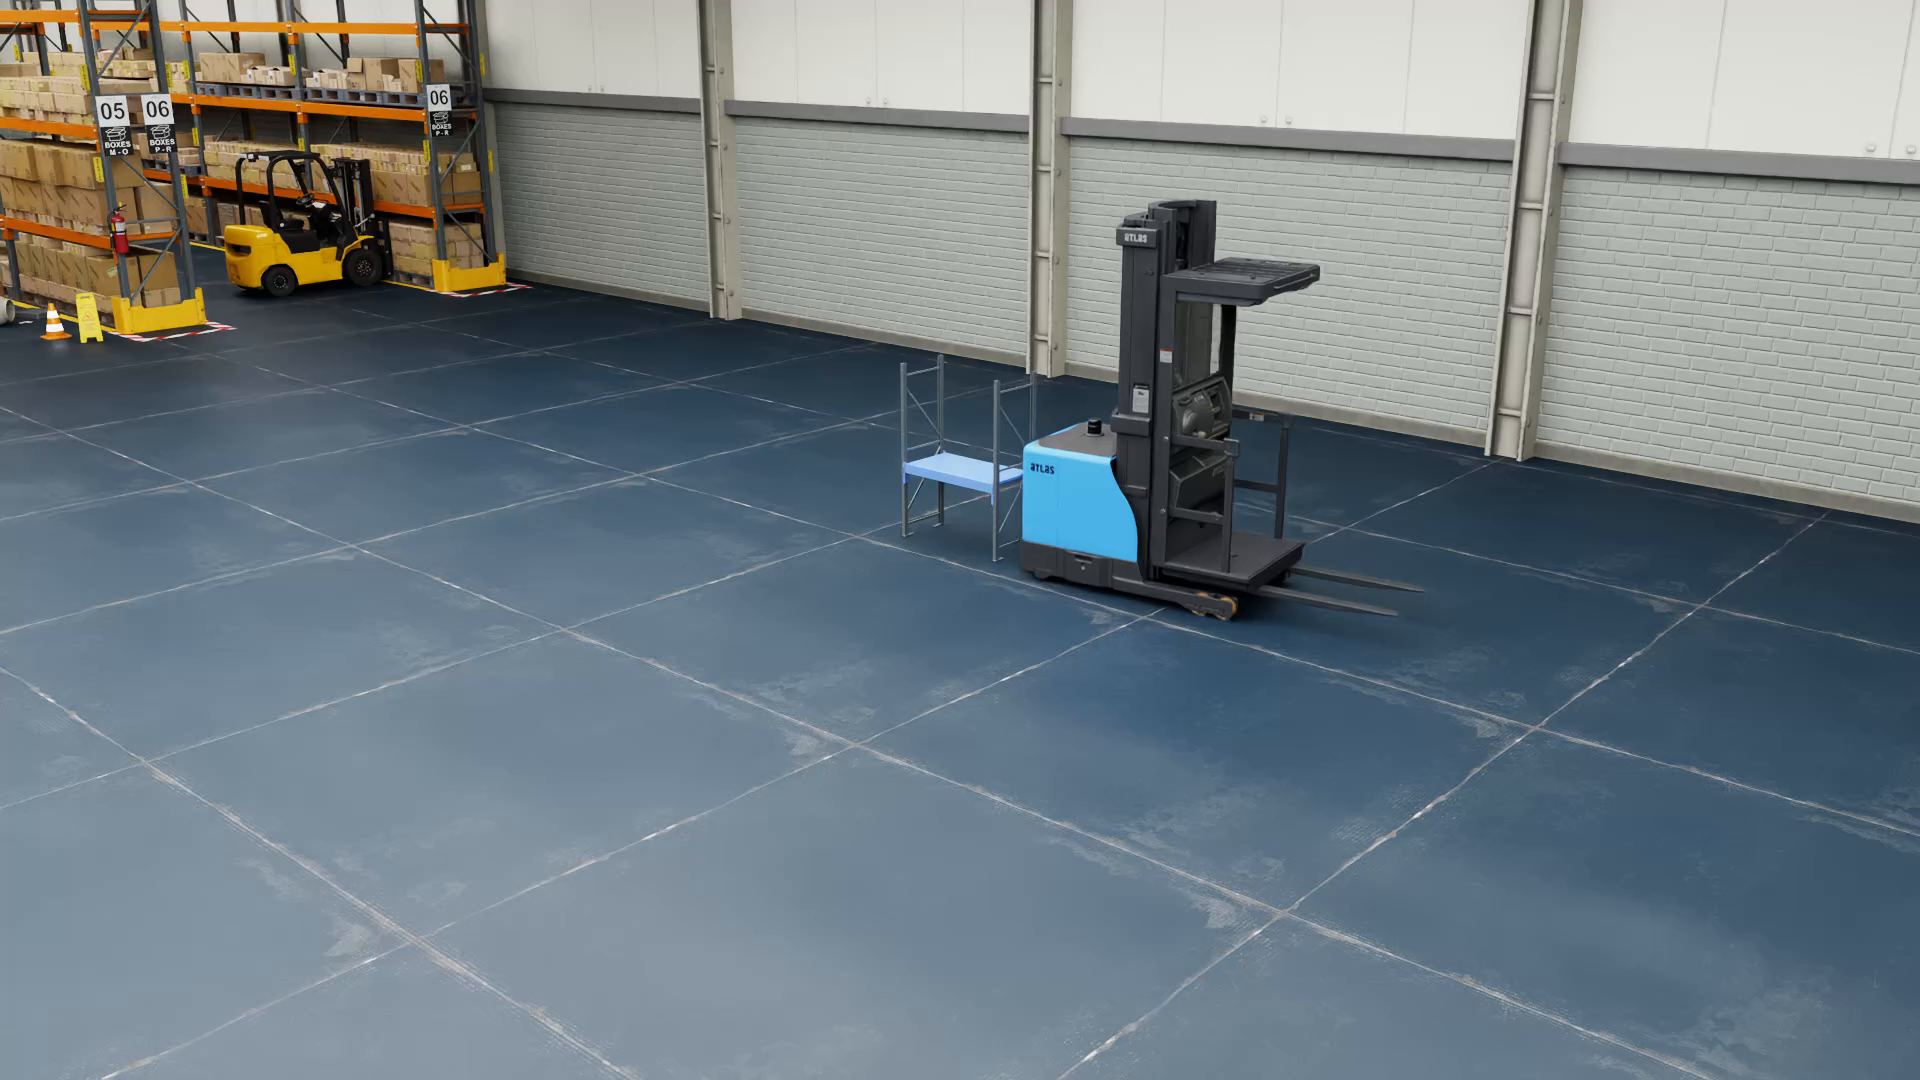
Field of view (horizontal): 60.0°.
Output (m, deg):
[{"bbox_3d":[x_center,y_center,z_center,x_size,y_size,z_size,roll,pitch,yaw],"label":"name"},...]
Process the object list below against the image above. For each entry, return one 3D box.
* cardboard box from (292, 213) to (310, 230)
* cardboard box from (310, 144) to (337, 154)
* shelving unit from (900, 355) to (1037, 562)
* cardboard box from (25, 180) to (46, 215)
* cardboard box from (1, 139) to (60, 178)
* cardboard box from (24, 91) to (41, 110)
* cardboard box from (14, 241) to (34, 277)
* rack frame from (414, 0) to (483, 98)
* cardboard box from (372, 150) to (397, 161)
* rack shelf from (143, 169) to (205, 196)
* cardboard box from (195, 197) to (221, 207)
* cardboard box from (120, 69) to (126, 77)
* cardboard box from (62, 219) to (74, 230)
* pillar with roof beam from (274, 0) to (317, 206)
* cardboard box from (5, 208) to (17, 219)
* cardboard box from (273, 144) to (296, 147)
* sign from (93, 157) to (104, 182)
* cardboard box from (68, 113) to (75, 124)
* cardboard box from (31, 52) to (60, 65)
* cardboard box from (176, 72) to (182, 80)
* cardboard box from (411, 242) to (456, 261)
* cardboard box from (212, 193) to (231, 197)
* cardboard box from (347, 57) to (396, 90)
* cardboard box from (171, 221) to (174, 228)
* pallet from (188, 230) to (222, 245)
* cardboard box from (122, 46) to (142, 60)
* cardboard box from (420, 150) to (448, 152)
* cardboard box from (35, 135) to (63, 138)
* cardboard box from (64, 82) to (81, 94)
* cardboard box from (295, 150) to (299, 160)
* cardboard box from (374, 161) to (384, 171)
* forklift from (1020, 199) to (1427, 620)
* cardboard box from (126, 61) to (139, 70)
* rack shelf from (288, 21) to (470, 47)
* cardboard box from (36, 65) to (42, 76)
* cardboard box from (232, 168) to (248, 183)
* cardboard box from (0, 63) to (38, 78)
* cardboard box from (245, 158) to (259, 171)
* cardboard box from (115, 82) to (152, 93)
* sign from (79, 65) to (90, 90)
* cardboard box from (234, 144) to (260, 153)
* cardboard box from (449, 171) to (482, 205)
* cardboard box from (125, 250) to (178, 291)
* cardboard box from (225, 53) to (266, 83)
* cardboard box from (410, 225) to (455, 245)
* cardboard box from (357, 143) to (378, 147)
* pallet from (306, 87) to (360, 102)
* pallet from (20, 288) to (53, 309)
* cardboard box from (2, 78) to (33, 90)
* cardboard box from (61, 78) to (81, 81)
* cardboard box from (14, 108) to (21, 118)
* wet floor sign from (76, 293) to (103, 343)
[{"bbox_3d":[-11.377,-5.531,29.811,0.625,0.625,0.875,16,24,42],"label":"cardboard box"},{"bbox_3d":[-10.938,-6.728,28.622,0.250,0.149,0.380,16,23,40],"label":"cardboard box"},{"bbox_3d":[0.064,-0.698,13.831,1.048,1.500,0.538,15,23,39],"label":"shelving unit"},{"bbox_3d":[-13.369,-5.075,24.487,0.500,0.500,0.500,15,23,39],"label":"cardboard box"},{"bbox_3d":[-13.719,-5.657,24.669,0.500,0.500,0.700,15,23,40],"label":"cardboard box"},{"bbox_3d":[-12.987,-6.280,23.739,0.500,0.250,0.500,15,23,40],"label":"cardboard box"},{"bbox_3d":[-14.009,-4.304,25.326,0.500,0.500,0.500,16,24,42],"label":"cardboard box"},{"bbox_3d":[-7.987,-8.416,25.755,0.127,3.000,1.000,15,23,39],"label":"rack frame"},{"bbox_3d":[-9.416,-6.313,27.317,0.250,0.149,0.380,16,23,40],"label":"cardboard box"},{"bbox_3d":[-15.467,-7.222,33.098,4.000,0.370,1.077,15,23,39],"label":"rack shelf"},{"bbox_3d":[-14.509,-6.523,32.072,0.250,0.149,0.380,14,22,37],"label":"cardboard box"},{"bbox_3d":[-16.238,-9.170,32.643,0.250,0.149,0.380,15,23,39],"label":"cardboard box"},{"bbox_3d":[-12.704,-4.581,24.003,0.250,0.149,0.380,15,23,39],"label":"cardboard box"},{"bbox_3d":[-15.255,-8.991,27.565,0.400,9.000,9.100,15,23,39],"label":"pillar with roof beam"},{"bbox_3d":[-14.248,-4.981,25.262,0.250,0.149,0.380,15,23,39],"label":"cardboard box"},{"bbox_3d":[-12.432,-7.197,30.592,0.250,0.149,0.380,16,24,41],"label":"cardboard box"},{"bbox_3d":[-11.663,-5.014,22.516,0.005,0.325,0.100,15,23,39],"label":"sign"},{"bbox_3d":[-12.116,-5.855,23.059,0.250,0.149,0.380,16,24,41],"label":"cardboard box"},{"bbox_3d":[-19.421,-10.256,35.439,0.500,0.250,0.500,15,23,39],"label":"cardboard box"},{"bbox_3d":[-14.577,-8.785,31.463,0.250,0.149,0.380,14,23,38],"label":"cardboard box"},{"bbox_3d":[-8.559,-4.712,27.025,0.500,0.250,0.500,15,23,39],"label":"cardboard box"},{"bbox_3d":[-14.574,-6.748,32.780,0.250,0.149,0.380,15,23,40],"label":"cardboard box"},{"bbox_3d":[-9.592,-7.672,27.338,0.637,0.503,0.797,16,24,41],"label":"cardboard box"},{"bbox_3d":[-15.591,-6.516,33.122,0.500,0.500,0.500,14,22,37],"label":"cardboard box"},{"bbox_3d":[-14.504,-5.993,32.645,1.213,0.211,1.003,15,23,39],"label":"pallet"},{"bbox_3d":[-16.688,-9.817,33.508,0.258,0.266,0.396,15,23,38],"label":"cardboard box"},{"bbox_3d":[-8.652,-6.334,27.383,0.250,0.149,0.380,15,23,40],"label":"cardboard box"},{"bbox_3d":[-19.794,-8.688,36.284,0.500,0.250,0.500,15,23,40],"label":"cardboard box"},{"bbox_3d":[-12.099,-6.232,22.928,0.250,0.149,0.380,15,23,39],"label":"cardboard box"},{"bbox_3d":[-11.587,-6.783,29.288,0.250,0.149,0.380,15,23,38],"label":"cardboard box"},{"bbox_3d":[-9.408,-6.172,27.363,0.250,0.149,0.380,15,23,40],"label":"cardboard box"},{"bbox_3d":[1.991,-0.989,12.381,3.031,2.935,1.130,11,21,31],"label":"forklift"},{"bbox_3d":[-16.021,-9.264,32.447,0.250,0.149,0.380,15,23,40],"label":"cardboard box"},{"bbox_3d":[-9.483,-8.284,27.190,4.000,0.370,1.077,15,23,39],"label":"rack shelf"},{"bbox_3d":[-19.410,-10.021,35.527,0.500,0.250,0.500,16,23,40],"label":"cardboard box"},{"bbox_3d":[-13.039,-6.743,30.649,0.500,0.250,0.500,14,22,38],"label":"cardboard box"},{"bbox_3d":[-14.822,-7.339,26.046,0.500,0.250,0.500,14,23,38],"label":"cardboard box"},{"bbox_3d":[-12.649,-6.879,30.249,0.500,0.250,0.500,15,23,40],"label":"cardboard box"},{"bbox_3d":[-11.410,-6.241,22.956,0.250,0.149,0.380,15,23,39],"label":"cardboard box"},{"bbox_3d":[-11.663,-6.163,22.151,0.005,0.325,0.100,15,23,39],"label":"sign"},{"bbox_3d":[-13.107,-7.197,30.593,0.250,0.149,0.380,15,23,40],"label":"cardboard box"},{"bbox_3d":[-8.174,-5.767,27.159,0.500,0.500,0.500,16,24,41],"label":"cardboard box"},{"bbox_3d":[-11.717,-3.909,24.083,0.500,0.500,0.500,14,22,37],"label":"cardboard box"},{"bbox_3d":[-12.830,-8.483,29.901,0.500,0.500,0.500,16,23,41],"label":"cardboard box"},{"bbox_3d":[-8.539,-4.945,26.933,0.500,0.250,0.500,16,24,41],"label":"cardboard box"},{"bbox_3d":[-10.173,-6.753,28.702,0.250,0.149,0.380,15,23,39],"label":"cardboard box"},{"bbox_3d":[-10.324,-7.582,28.232,1.213,0.211,1.003,15,23,39],"label":"pallet"},{"bbox_3d":[-13.745,-3.780,25.675,1.213,0.211,1.003,15,23,39],"label":"pallet"},{"bbox_3d":[-13.668,-6.630,24.182,0.250,0.149,0.380,15,23,39],"label":"cardboard box"},{"bbox_3d":[-12.874,-6.667,24.298,0.250,0.149,0.380,15,23,40],"label":"cardboard box"},{"bbox_3d":[-13.623,-6.279,24.394,0.250,0.149,0.380,16,24,41],"label":"cardboard box"},{"bbox_3d":[-11.848,-3.031,22.595,0.267,0.644,0.232,-9,20,-27],"label":"wet floor sign"}]
